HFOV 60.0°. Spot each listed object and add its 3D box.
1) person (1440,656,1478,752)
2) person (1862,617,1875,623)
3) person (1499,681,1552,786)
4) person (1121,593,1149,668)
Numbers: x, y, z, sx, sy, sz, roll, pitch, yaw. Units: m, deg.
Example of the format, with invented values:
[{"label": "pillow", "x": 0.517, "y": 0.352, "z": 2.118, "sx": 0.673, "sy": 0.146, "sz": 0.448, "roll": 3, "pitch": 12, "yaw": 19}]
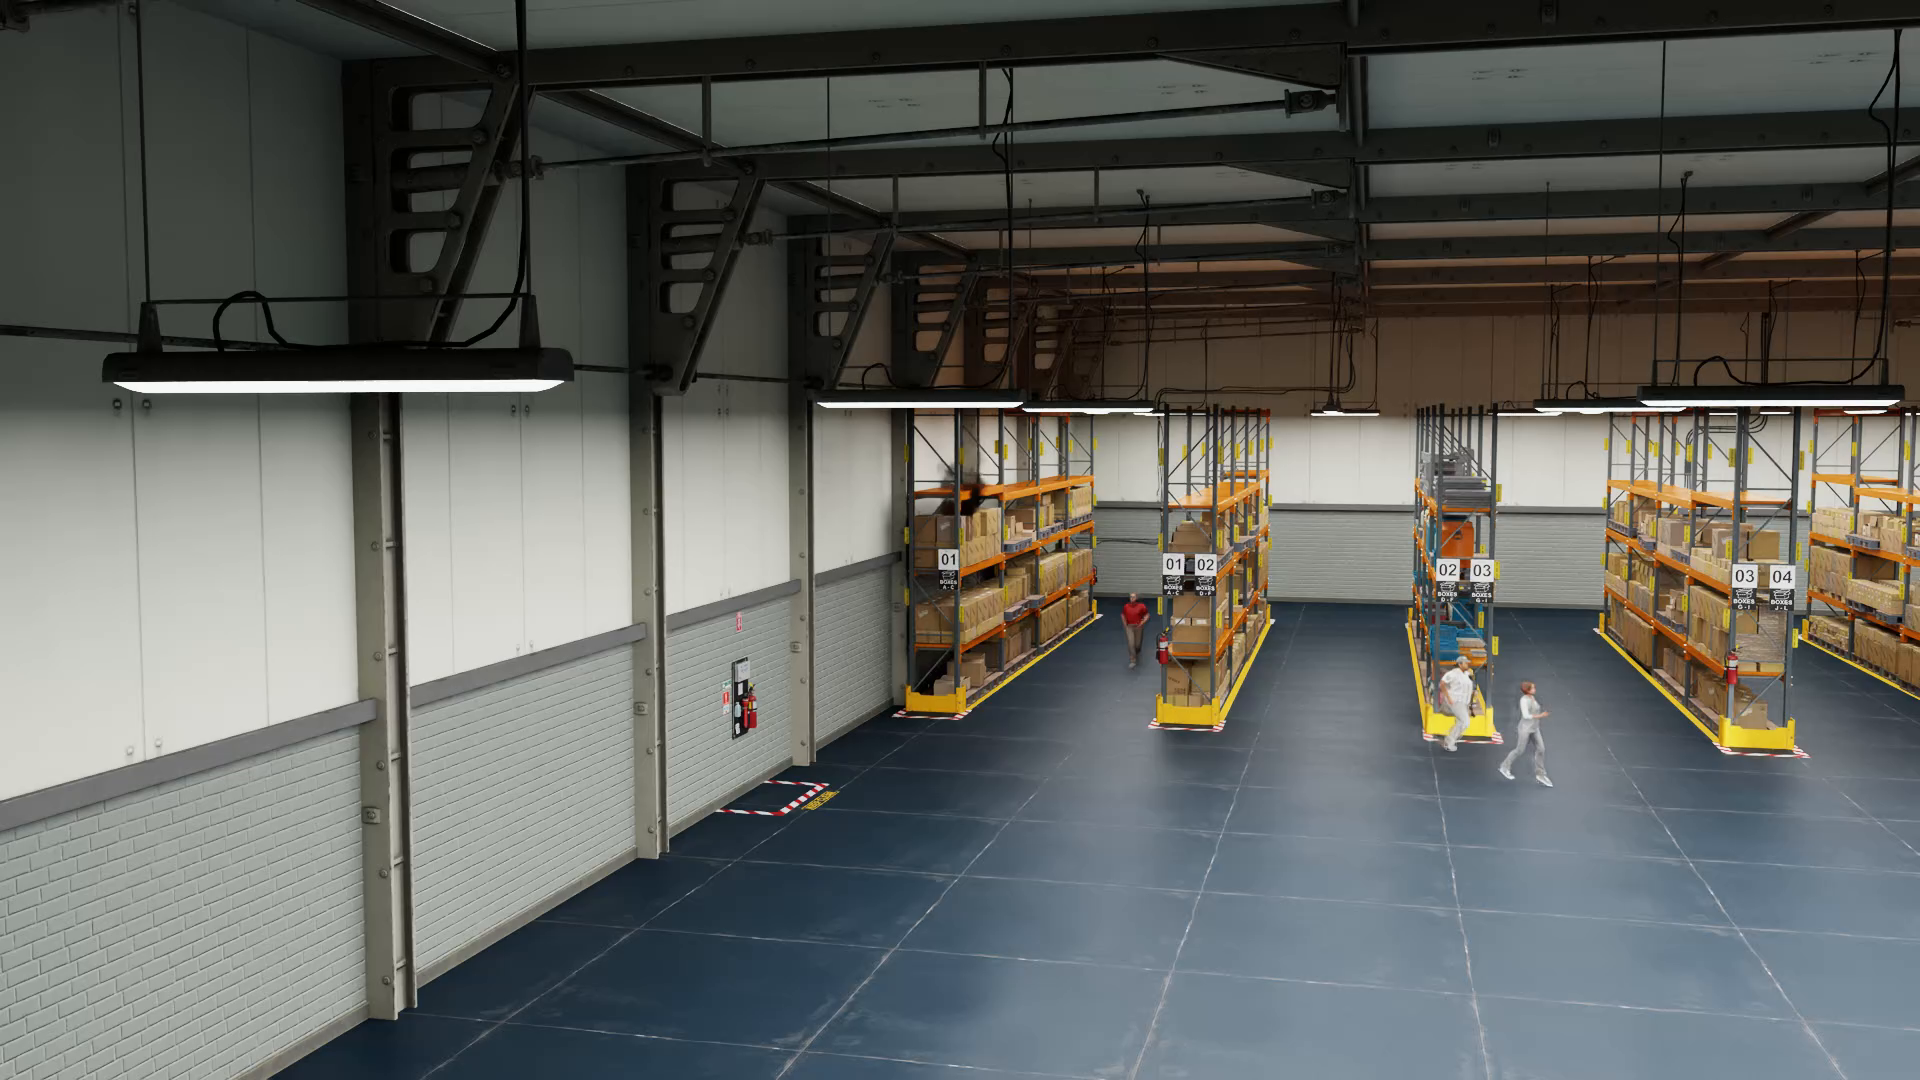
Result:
[{"label": "person", "x": 8.646, "y": 2.824, "z": 28.699, "sx": 0.584, "sy": 1.644, "sz": 0.597, "roll": -4, "pitch": 6, "yaw": -41}, {"label": "person", "x": 23.776, "y": 1.741, "z": 43.415, "sx": 0.690, "sy": 1.649, "sz": 0.555, "roll": -2, "pitch": 5, "yaw": -27}, {"label": "person", "x": 8.879, "y": 3.008, "z": 26.055, "sx": 0.789, "sy": 1.627, "sz": 0.519, "roll": 4, "pitch": 6, "yaw": 44}, {"label": "person", "x": 4.055, "y": 2.078, "z": 38.585, "sx": 0.657, "sy": 1.717, "sz": 0.719, "roll": 1, "pitch": 4, "yaw": 14}]
